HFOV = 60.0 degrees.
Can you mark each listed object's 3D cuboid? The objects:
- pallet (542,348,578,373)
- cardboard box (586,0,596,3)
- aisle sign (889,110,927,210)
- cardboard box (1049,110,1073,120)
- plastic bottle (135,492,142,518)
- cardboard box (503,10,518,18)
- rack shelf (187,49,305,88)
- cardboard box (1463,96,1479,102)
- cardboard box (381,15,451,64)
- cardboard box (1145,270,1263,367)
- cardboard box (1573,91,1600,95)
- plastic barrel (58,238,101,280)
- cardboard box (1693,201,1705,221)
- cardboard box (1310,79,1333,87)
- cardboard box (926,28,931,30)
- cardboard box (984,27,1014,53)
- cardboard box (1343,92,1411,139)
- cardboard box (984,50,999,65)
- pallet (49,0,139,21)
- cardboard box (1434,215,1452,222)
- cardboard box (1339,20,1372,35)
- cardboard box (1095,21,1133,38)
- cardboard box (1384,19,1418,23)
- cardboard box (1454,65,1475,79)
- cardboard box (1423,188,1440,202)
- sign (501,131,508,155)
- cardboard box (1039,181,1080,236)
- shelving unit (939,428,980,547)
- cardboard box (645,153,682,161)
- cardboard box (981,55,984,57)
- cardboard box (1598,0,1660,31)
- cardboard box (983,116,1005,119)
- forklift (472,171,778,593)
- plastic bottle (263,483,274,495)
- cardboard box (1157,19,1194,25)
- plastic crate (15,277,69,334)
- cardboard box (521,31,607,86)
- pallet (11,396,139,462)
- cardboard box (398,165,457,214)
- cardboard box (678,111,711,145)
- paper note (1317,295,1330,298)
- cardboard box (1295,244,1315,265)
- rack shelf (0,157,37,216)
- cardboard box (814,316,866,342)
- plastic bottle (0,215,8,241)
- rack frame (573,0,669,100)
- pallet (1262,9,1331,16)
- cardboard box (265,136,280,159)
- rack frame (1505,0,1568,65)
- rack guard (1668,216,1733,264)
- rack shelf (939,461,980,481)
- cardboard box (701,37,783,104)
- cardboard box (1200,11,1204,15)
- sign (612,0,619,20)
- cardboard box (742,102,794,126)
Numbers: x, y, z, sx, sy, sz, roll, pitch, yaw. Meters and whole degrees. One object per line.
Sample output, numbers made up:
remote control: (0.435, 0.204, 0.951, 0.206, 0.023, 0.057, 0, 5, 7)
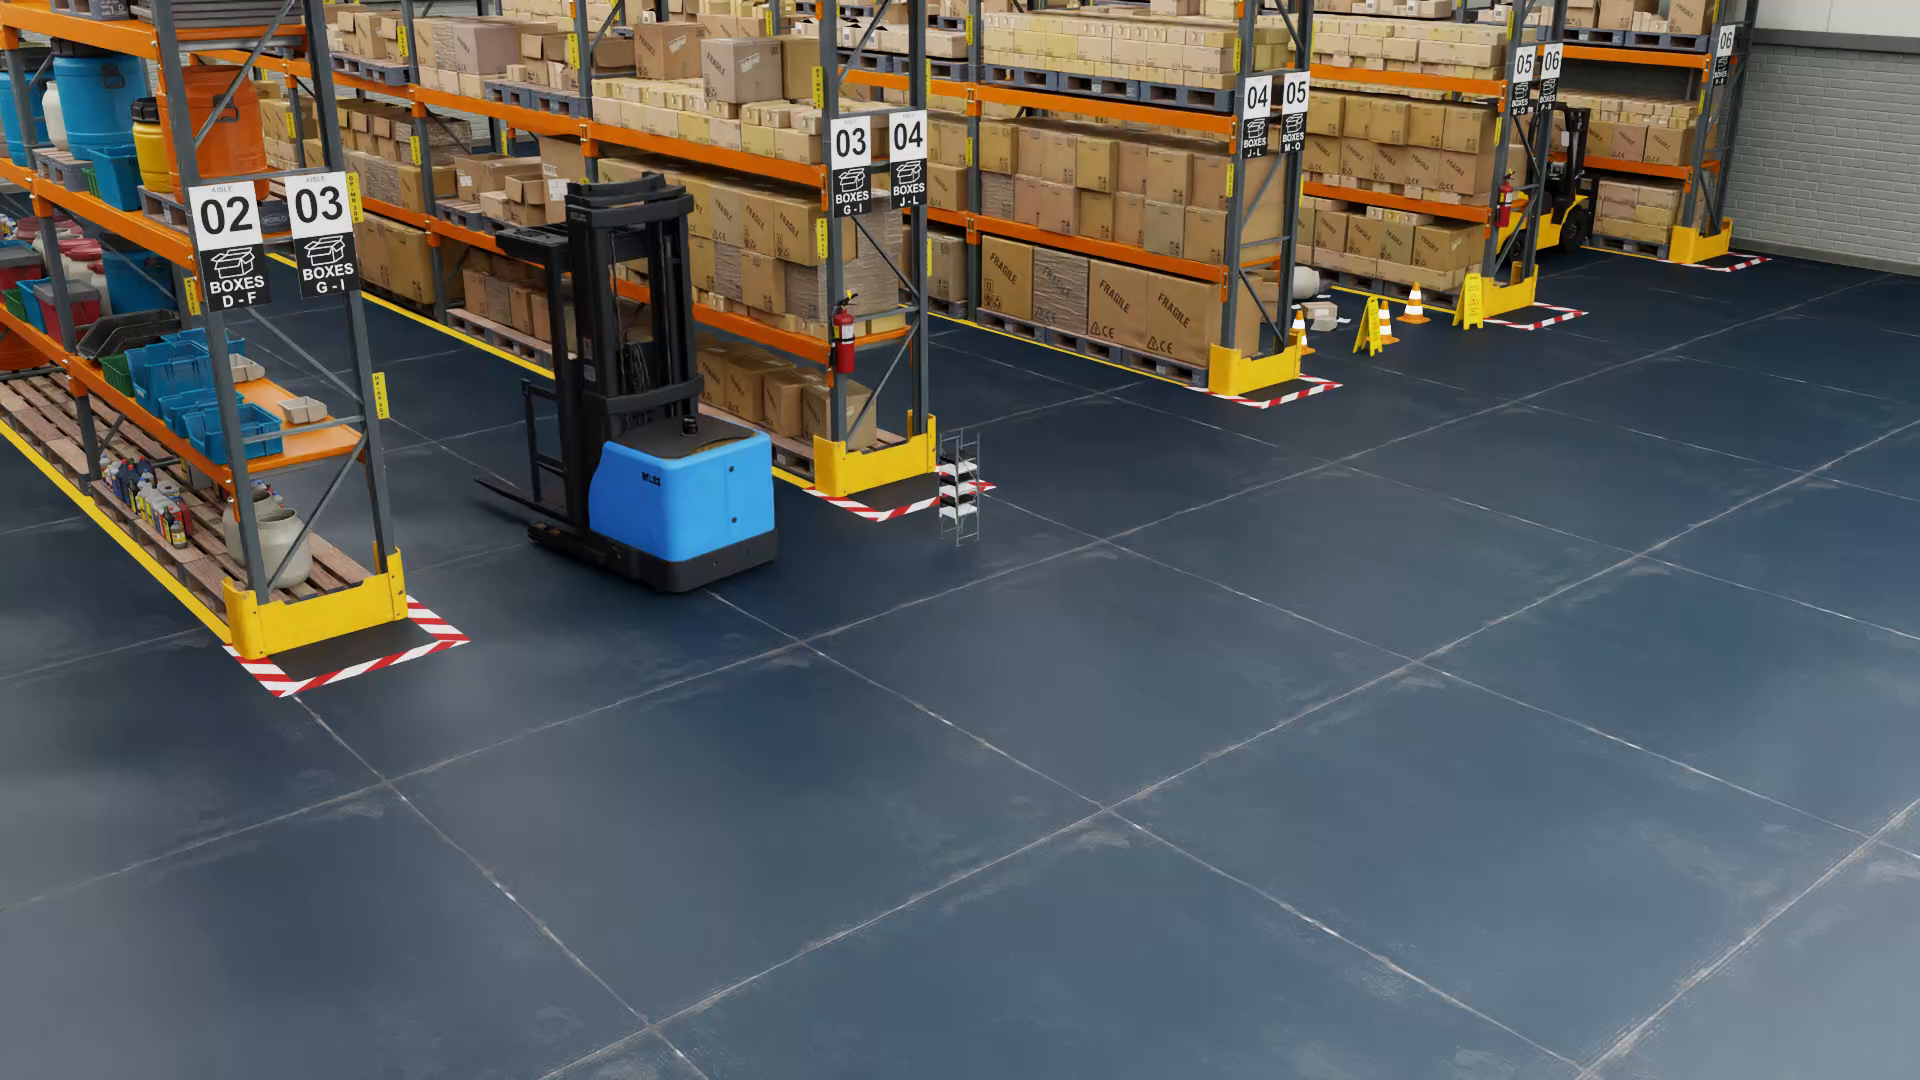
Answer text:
pallet: (-3.819, -1.943, 18.154, 1.003, 0.211, 1.213, -17, 27, -37)
cardboard box: (-5.491, -8.284, 25.382, 0.380, 0.149, 0.250, -17, 27, -37)
aisle sign: (-0.431, -3.186, 13.940, 0.394, 0.787, 0.004, -17, 27, -37)
cardboard box: (1.705, -6.692, 25.335, 0.500, 0.500, 0.500, -18, 28, -39)
plastic bottle: (-6.559, -0.291, 13.349, 0.097, 0.201, 0.097, 0, 21, 0)
cardboard box: (-7.220, -8.636, 27.514, 0.500, 0.250, 0.500, -16, 27, -36)
rack shelf: (-9.837, -6.851, 23.736, 1.077, 0.370, 4.000, -17, 27, -37)
cardboard box: (7.965, -6.766, 25.619, 0.380, 0.149, 0.250, -18, 28, -38)
cardboard box: (-6.373, -5.923, 19.663, 0.797, 0.503, 0.637, -16, 26, -34)
cardboard box: (2.632, -2.452, 17.968, 0.875, 0.875, 0.875, -17, 27, -37)
cardboard box: (9.346, -6.600, 24.787, 0.380, 0.149, 0.250, -16, 27, -36)
plastic barrel: (-8.282, -2.549, 15.693, 0.433, 0.535, 0.433, 0, 21, 0)
cardboard box: (10.417, -4.790, 24.110, 0.500, 0.250, 0.500, -17, 27, -36)
cardboard box: (6.059, -7.594, 27.732, 0.380, 0.149, 0.250, -17, 27, -37)
cardboard box: (-0.547, -6.323, 20.872, 0.396, 0.266, 0.258, -17, 27, -37)
cardboard box: (0.621, -5.685, 18.857, 0.500, 0.250, 0.500, -17, 27, -37)
cardboard box: (5.354, -5.449, 21.367, 0.700, 0.500, 0.500, -18, 27, -38)
cardboard box: (0.494, -5.519, 18.981, 0.380, 0.149, 0.250, -18, 28, -38)
pallet: (-5.702, -3.808, 11.675, 1.003, 0.211, 1.213, -17, 27, -37)
cardboard box: (6.131, -3.983, 21.707, 0.500, 0.500, 0.500, -19, 28, -39)
cardboard box: (5.048, -6.525, 21.168, 0.380, 0.149, 0.250, -18, 28, -38)
cardboard box: (1.652, -5.401, 17.585, 0.380, 0.149, 0.250, -17, 27, -37)
cardboard box: (5.655, -6.595, 21.348, 0.380, 0.149, 0.250, -17, 27, -37)
cardboard box: (6.177, -5.653, 20.035, 0.380, 0.149, 0.250, -17, 27, -37)
cardboard box: (6.002, -4.335, 20.784, 0.380, 0.149, 0.250, -18, 28, -38)
sign: (-5.516, -4.765, 20.059, 0.100, 0.325, 0.005, -17, 27, -37)
cardboard box: (1.403, -3.826, 18.934, 0.875, 0.550, 0.550, -17, 27, -37)
shelving unit: (-0.005, -0.421, 13.326, 0.258, 0.900, 0.210, -17, 27, -37)
cardboard box: (-2.807, -3.618, 16.693, 0.500, 0.500, 0.500, -17, 27, -37)
cardboard box: (0.624, -9.888, 34.415, 0.500, 0.250, 0.500, -16, 27, -36)
cardboard box: (9.501, -7.519, 23.606, 0.700, 0.500, 0.500, -17, 27, -37)
cardboard box: (0.715, -6.636, 26.519, 0.500, 0.250, 0.500, -17, 27, -37)
forklift: (-2.842, -1.408, 13.059, 3.031, 2.935, 1.130, 19, 28, 39)
plastic bottle: (-5.532, -0.324, 13.320, 0.061, 0.283, 0.133, -17, 27, -37)
cardboard box: (2.319, -5.486, 17.804, 0.380, 0.149, 0.250, -18, 28, -38)
plastic crate: (-8.018, -2.070, 14.679, 0.392, 0.384, 0.575, -17, 27, -37)
cardboard box: (-4.157, -5.080, 17.511, 0.797, 0.503, 0.637, -16, 27, -35)
pallet: (-8.404, -1.094, 15.987, 1.003, 0.211, 1.213, -17, 27, -37)
cardboard box: (-6.430, -4.255, 20.098, 0.500, 0.500, 0.500, -16, 27, -36)
cardboard box: (-2.194, -3.739, 15.011, 0.500, 0.250, 0.500, -18, 28, -38)
paper note: (4.702, -3.156, 21.499, 0.148, 0.019, 0.142, 12, 24, 27)
cardboard box: (4.736, -3.929, 22.596, 0.500, 0.250, 0.500, -16, 26, -34)
rack shelf: (-8.367, -3.461, 15.082, 1.077, 0.370, 4.000, -17, 27, -37)
cardboard box: (-1.041, -1.834, 14.397, 0.380, 0.149, 0.250, -17, 27, -37)
plastic bottle: (-10.519, -3.447, 18.347, 0.097, 0.271, 0.097, 0, 21, 0)
rack frame: (-3.310, -5.820, 16.003, 1.000, 3.000, 0.127, -17, 27, -37)
pallet: (5.856, -8.816, 28.025, 1.213, 0.211, 1.003, -16, 26, -35)
cardboard box: (-9.358, -5.507, 23.229, 0.500, 0.250, 0.500, -16, 27, -36)
rack frame: (6.809, -7.074, 19.205, 1.000, 3.000, 0.127, -17, 27, -37)
rack guard: (10.583, -4.292, 23.758, 1.175, 0.500, 0.348, -17, 27, -37)
rack shelf: (-0.005, -0.558, 13.272, 0.258, 0.077, 0.200, -17, 27, -37)
cardboard box: (-1.902, -4.104, 14.505, 0.500, 0.500, 0.500, -17, 27, -37)
cardboard box: (3.443, -7.438, 23.879, 0.500, 0.250, 0.500, -18, 28, -38)
sign: (-5.114, -7.895, 24.707, 0.100, 0.325, 0.005, -17, 27, -37)
cardboard box: (-1.641, -3.649, 14.234, 0.380, 0.149, 0.250, -17, 27, -37)
